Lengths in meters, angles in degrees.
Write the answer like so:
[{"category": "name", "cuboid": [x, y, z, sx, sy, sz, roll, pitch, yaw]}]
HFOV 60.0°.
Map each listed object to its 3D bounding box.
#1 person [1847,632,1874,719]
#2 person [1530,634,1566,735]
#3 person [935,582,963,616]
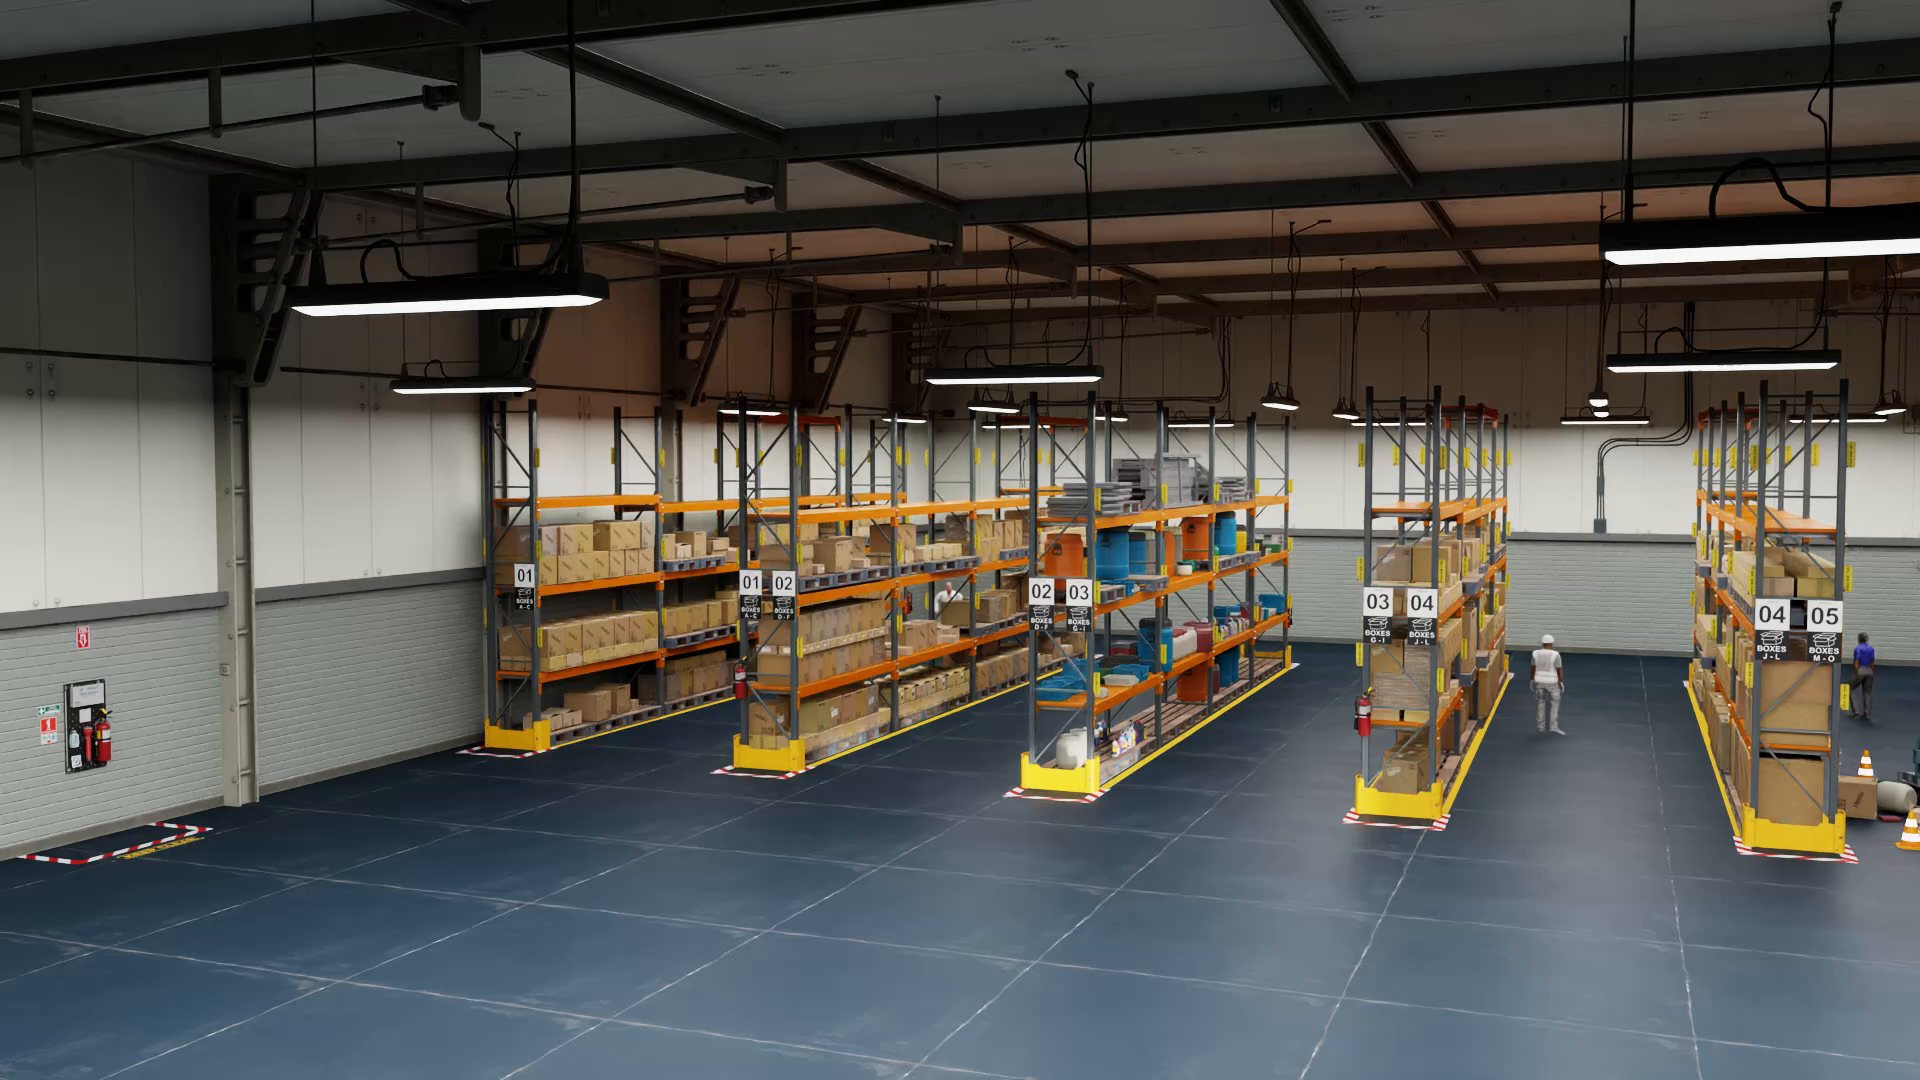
[{"category": "person", "cuboid": [17.329, 2.608, 31.933, 0.483, 1.679, 0.425, 0, 3, -7]}, {"category": "person", "cuboid": [10.716, 2.621, 30.272, 0.672, 1.797, 0.464, 2, 4, 37]}, {"category": "person", "cuboid": [-0.271, 1.998, 43.660, 0.779, 1.810, 0.828, 0, 3, -9]}]
